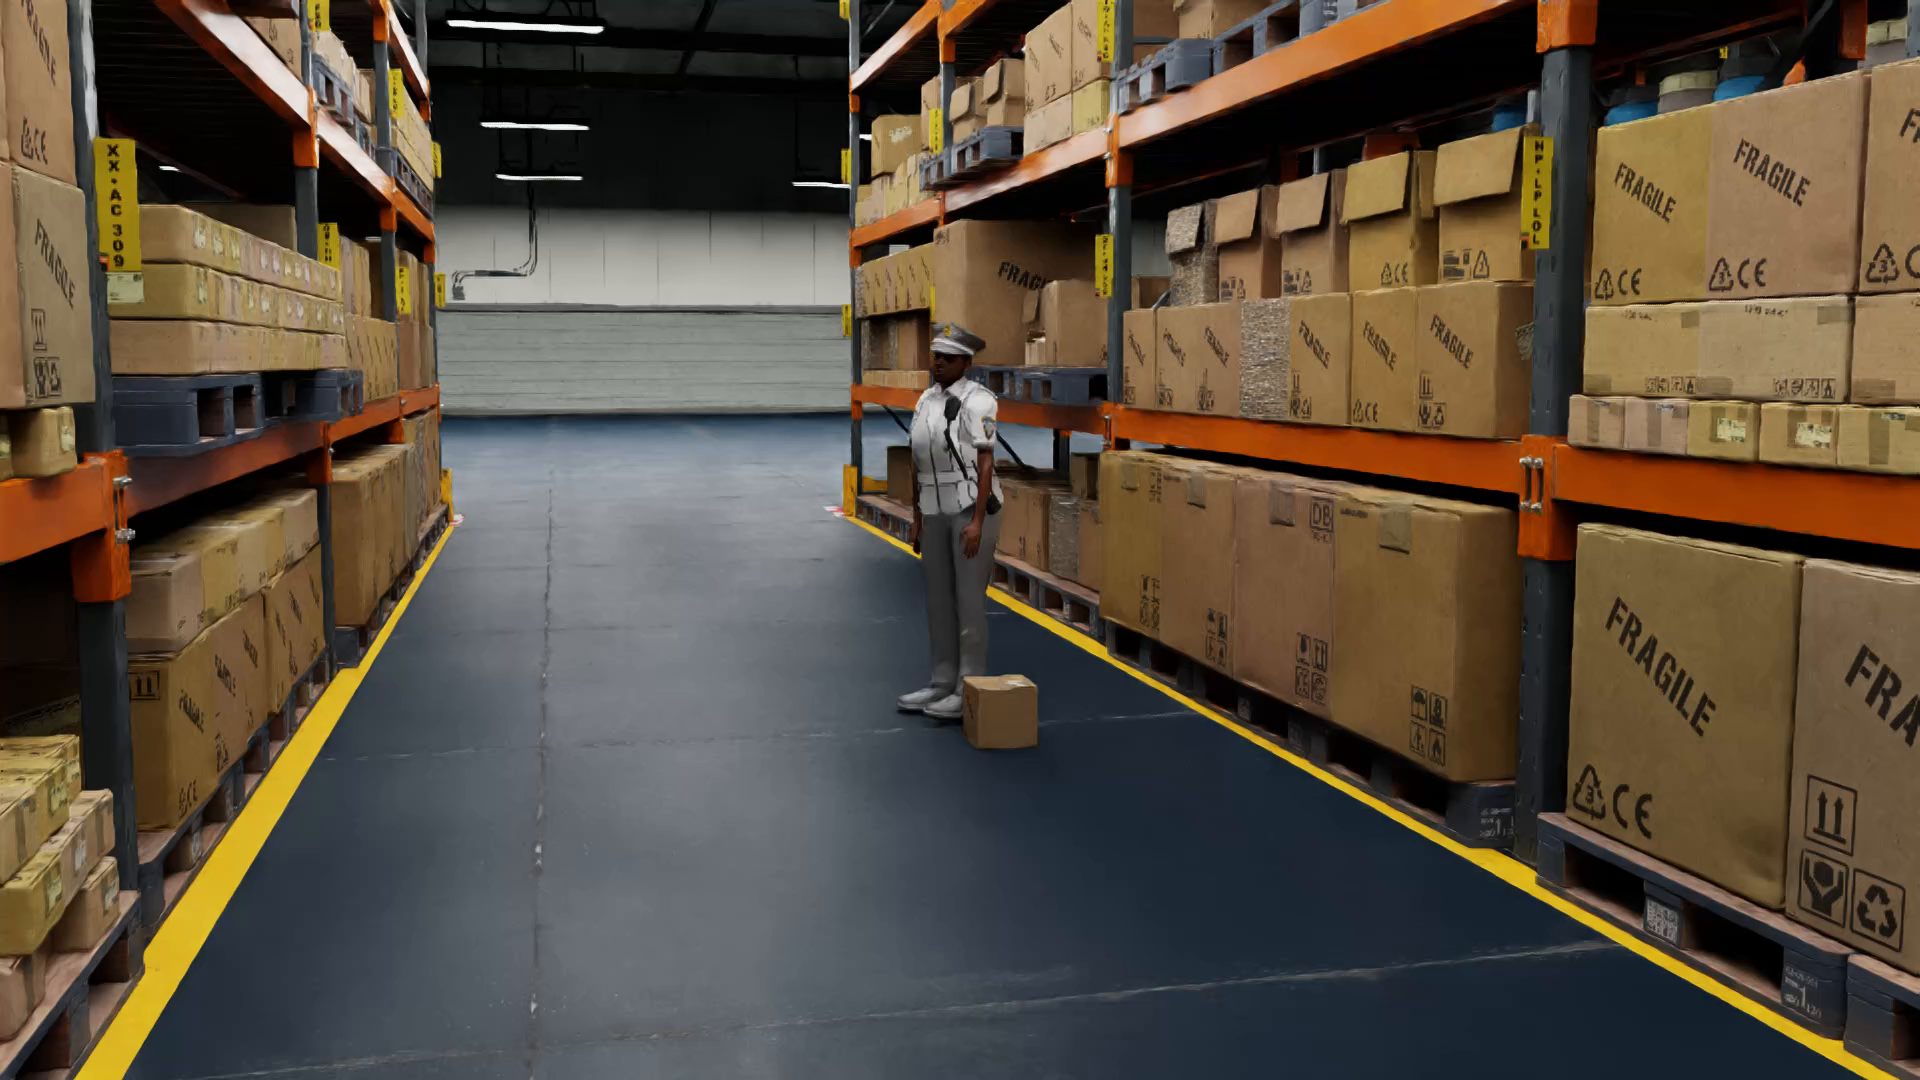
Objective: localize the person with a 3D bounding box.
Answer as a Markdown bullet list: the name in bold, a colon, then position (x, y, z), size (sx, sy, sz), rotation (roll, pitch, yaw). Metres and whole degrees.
- **person**: position (-0.072, -0.088, 7.180), size (0.516, 1.692, 0.438), rotation (6, 8, 42)
